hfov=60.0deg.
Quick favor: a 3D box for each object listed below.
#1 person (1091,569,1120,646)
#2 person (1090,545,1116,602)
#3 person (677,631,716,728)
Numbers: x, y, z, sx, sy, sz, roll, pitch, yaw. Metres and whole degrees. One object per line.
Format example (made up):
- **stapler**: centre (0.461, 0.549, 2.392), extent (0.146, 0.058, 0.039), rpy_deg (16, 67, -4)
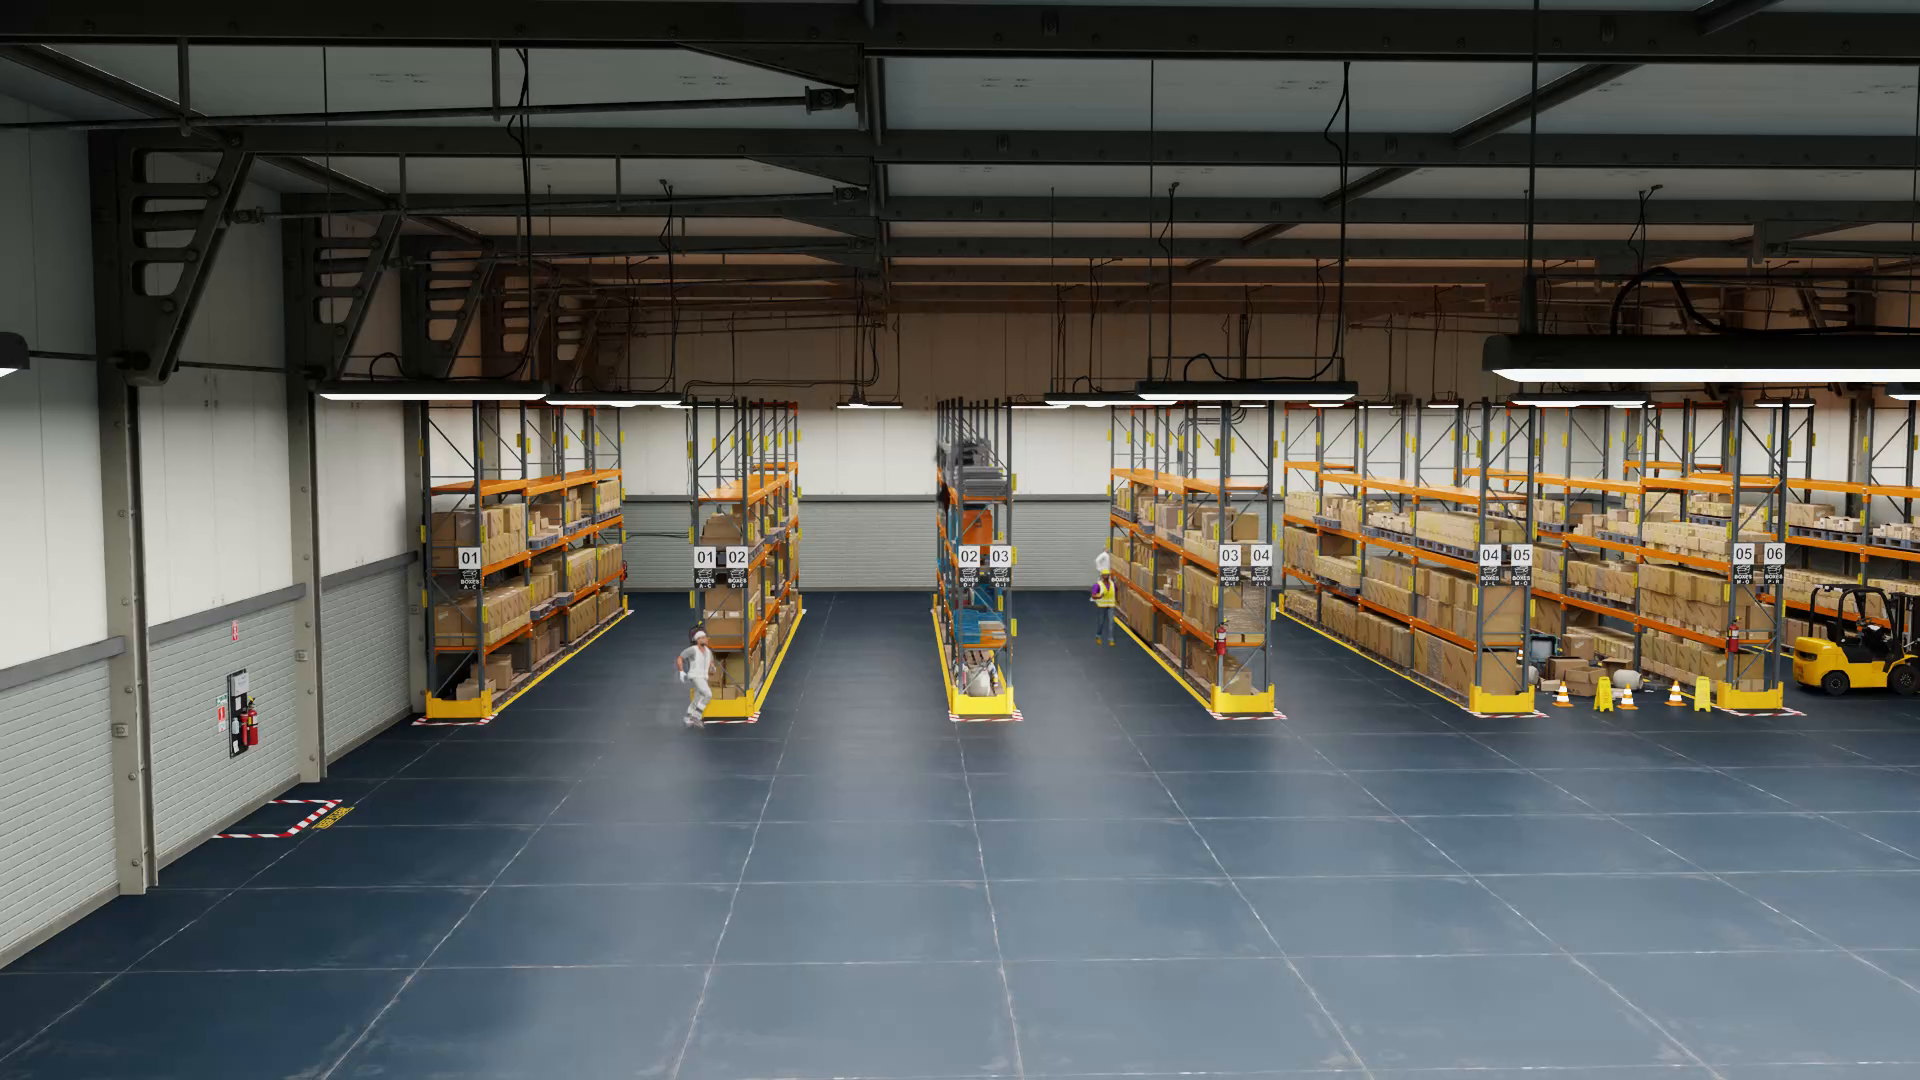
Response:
- **person**: centre (3.388, 1.577, 38.558), extent (0.712, 1.798, 0.896), rpy_deg (-1, 4, -11)
- **person**: centre (4.283, 1.045, 49.363), extent (0.856, 1.806, 0.708), rpy_deg (1, 4, 7)
- **person**: centre (-4.676, 2.513, 29.997), extent (0.667, 1.735, 0.676), rpy_deg (3, 5, 31)
